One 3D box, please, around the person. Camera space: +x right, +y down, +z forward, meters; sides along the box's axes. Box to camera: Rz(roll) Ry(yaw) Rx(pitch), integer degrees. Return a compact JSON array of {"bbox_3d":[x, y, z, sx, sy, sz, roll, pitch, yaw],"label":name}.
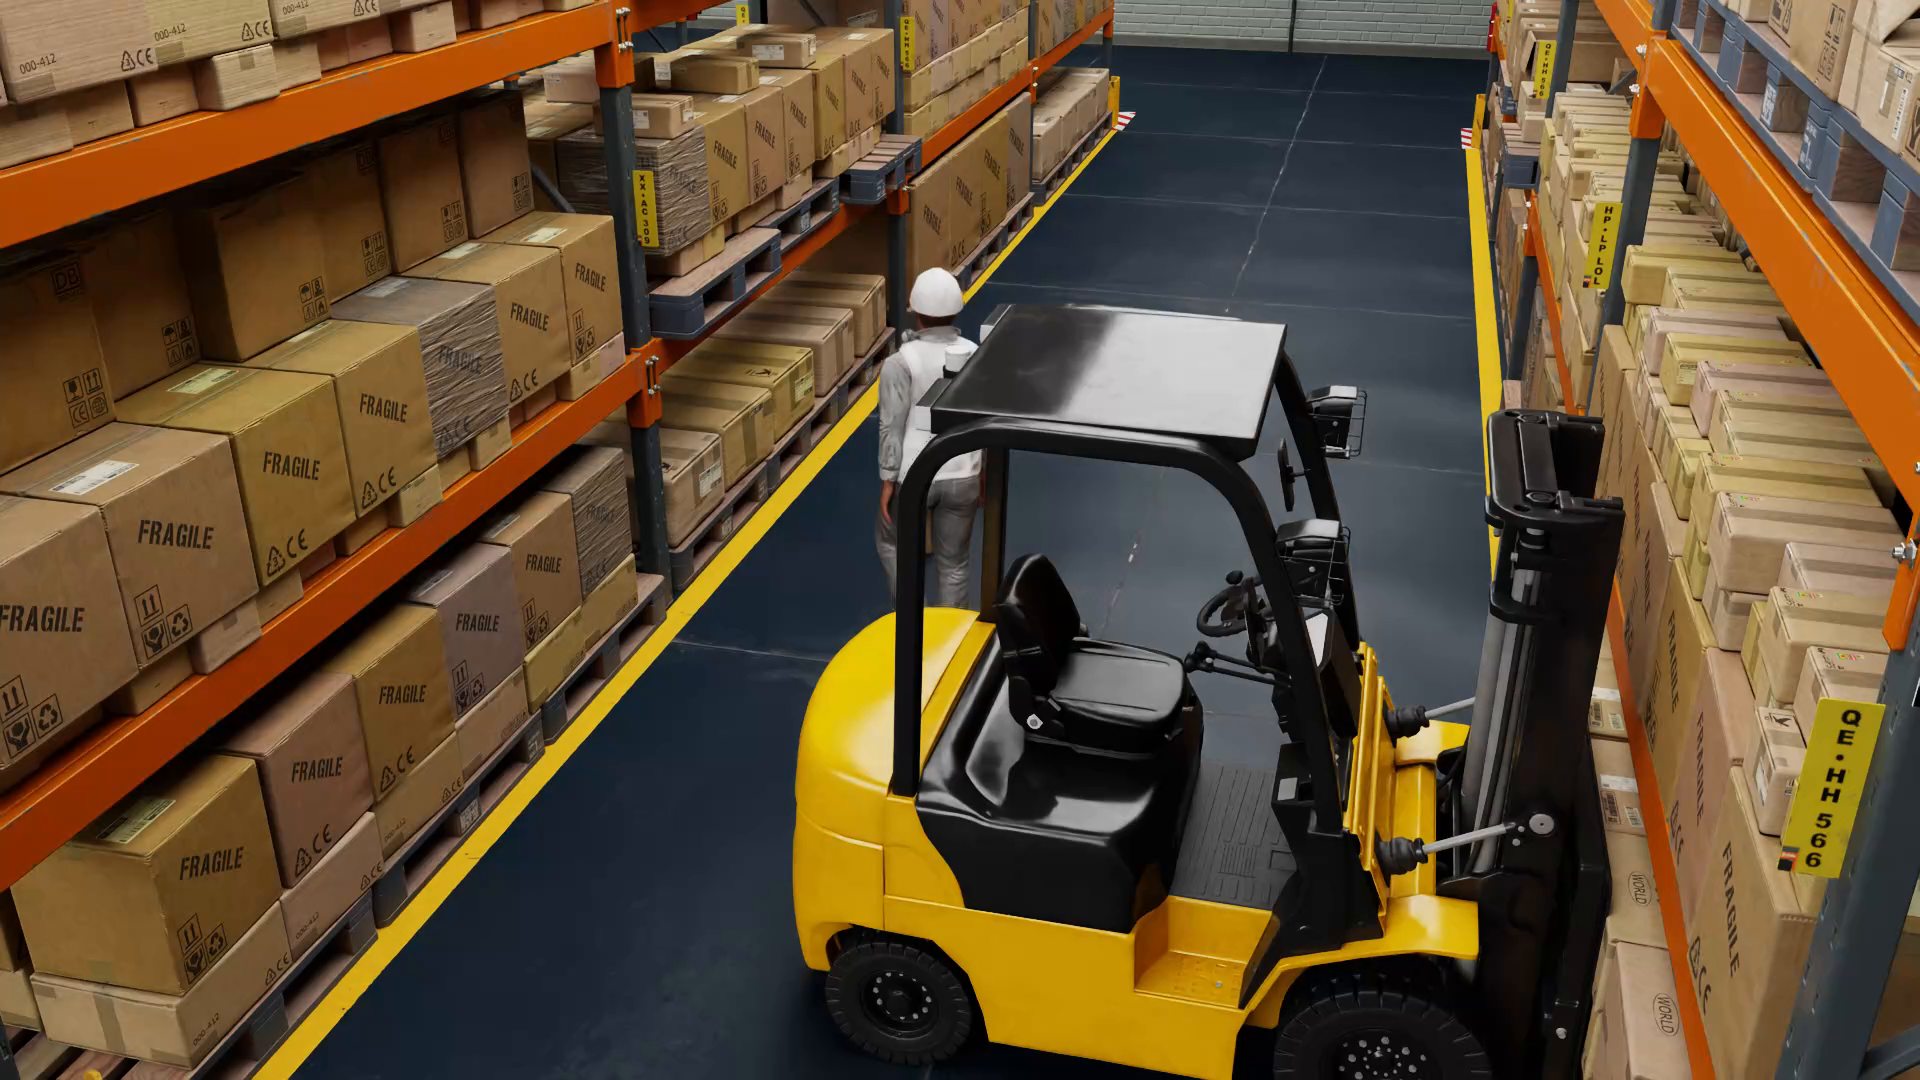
[{"bbox_3d":[-0.099,-0.283,7.138,0.564,1.756,0.529,-8,26,-16],"label":"person"}]
